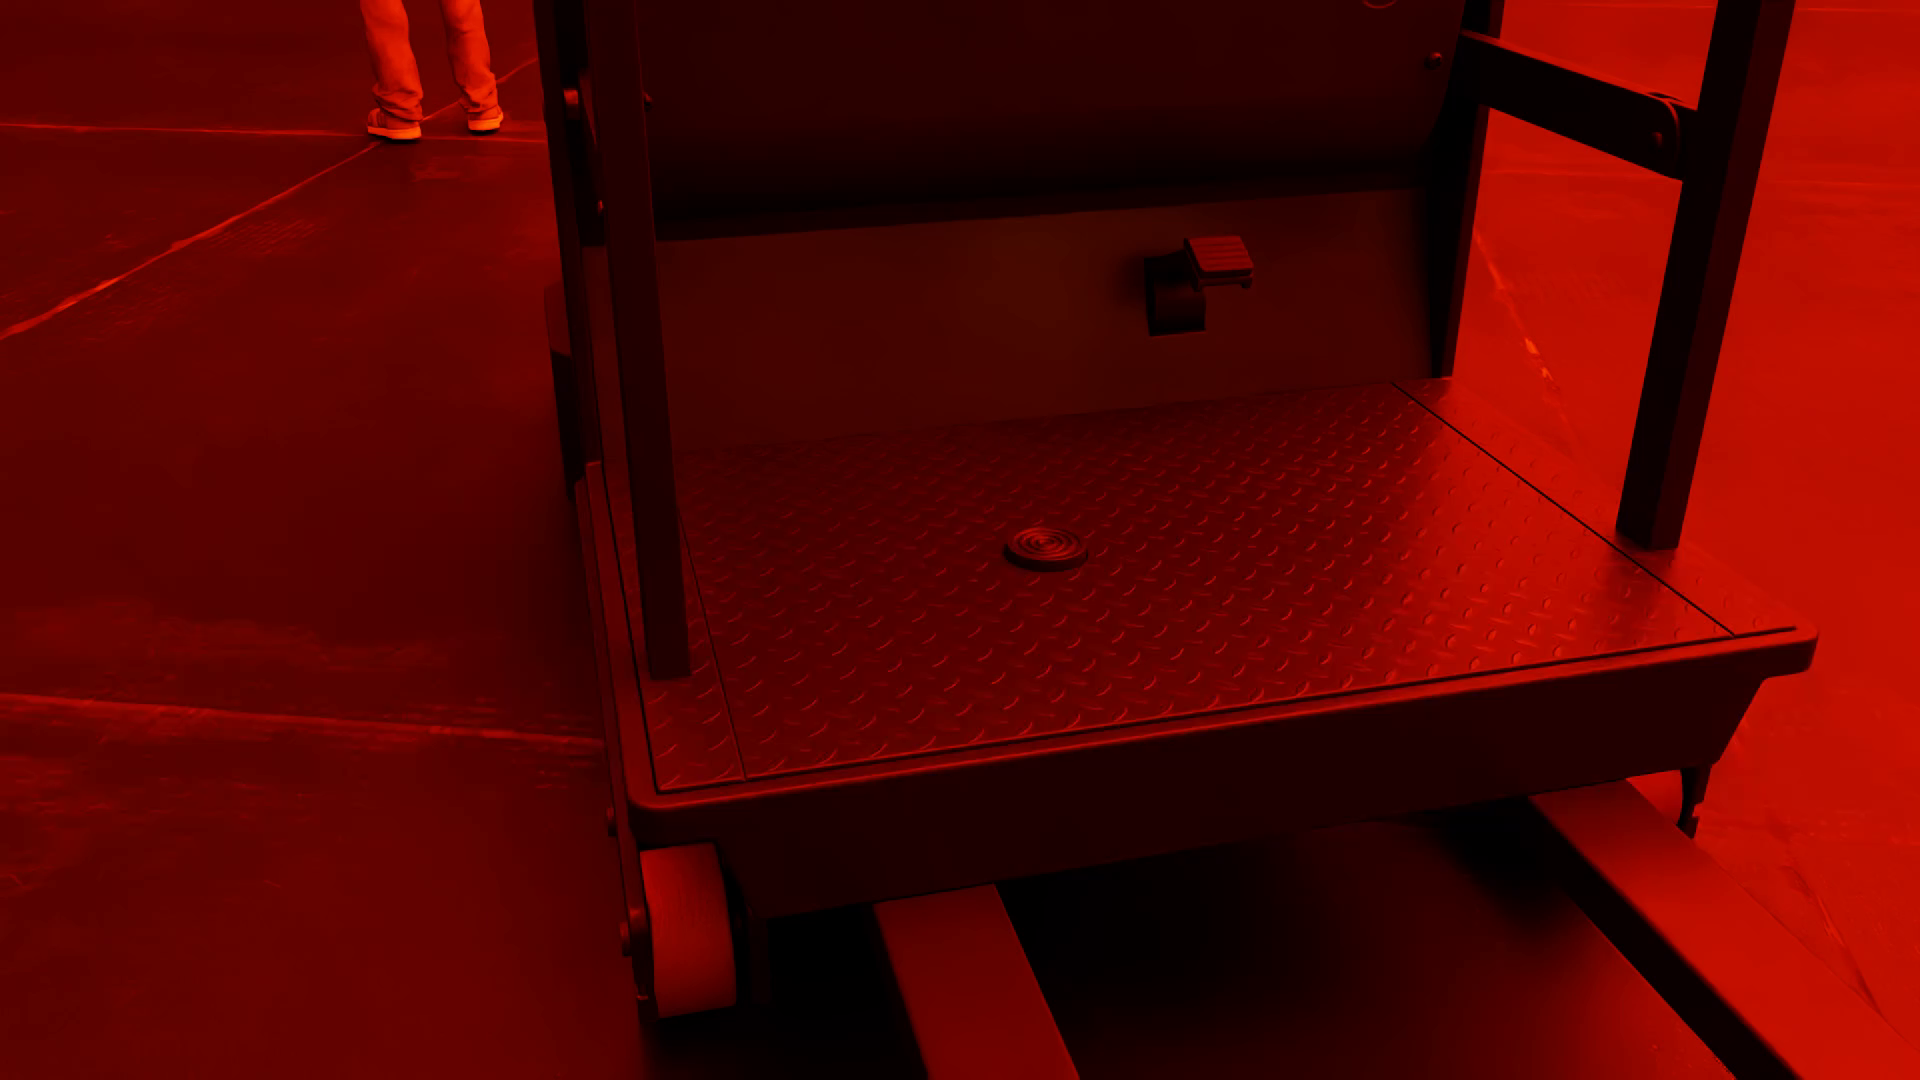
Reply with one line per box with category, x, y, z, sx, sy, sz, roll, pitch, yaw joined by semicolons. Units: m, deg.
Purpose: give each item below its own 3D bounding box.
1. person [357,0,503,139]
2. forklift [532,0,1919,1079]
person;-1.552;-1.904;4.536;0.468;1.592;0.348;-15;30;-27
forklift;0.153;-1.049;1.319;1.130;2.935;3.031;-7;27;-13
